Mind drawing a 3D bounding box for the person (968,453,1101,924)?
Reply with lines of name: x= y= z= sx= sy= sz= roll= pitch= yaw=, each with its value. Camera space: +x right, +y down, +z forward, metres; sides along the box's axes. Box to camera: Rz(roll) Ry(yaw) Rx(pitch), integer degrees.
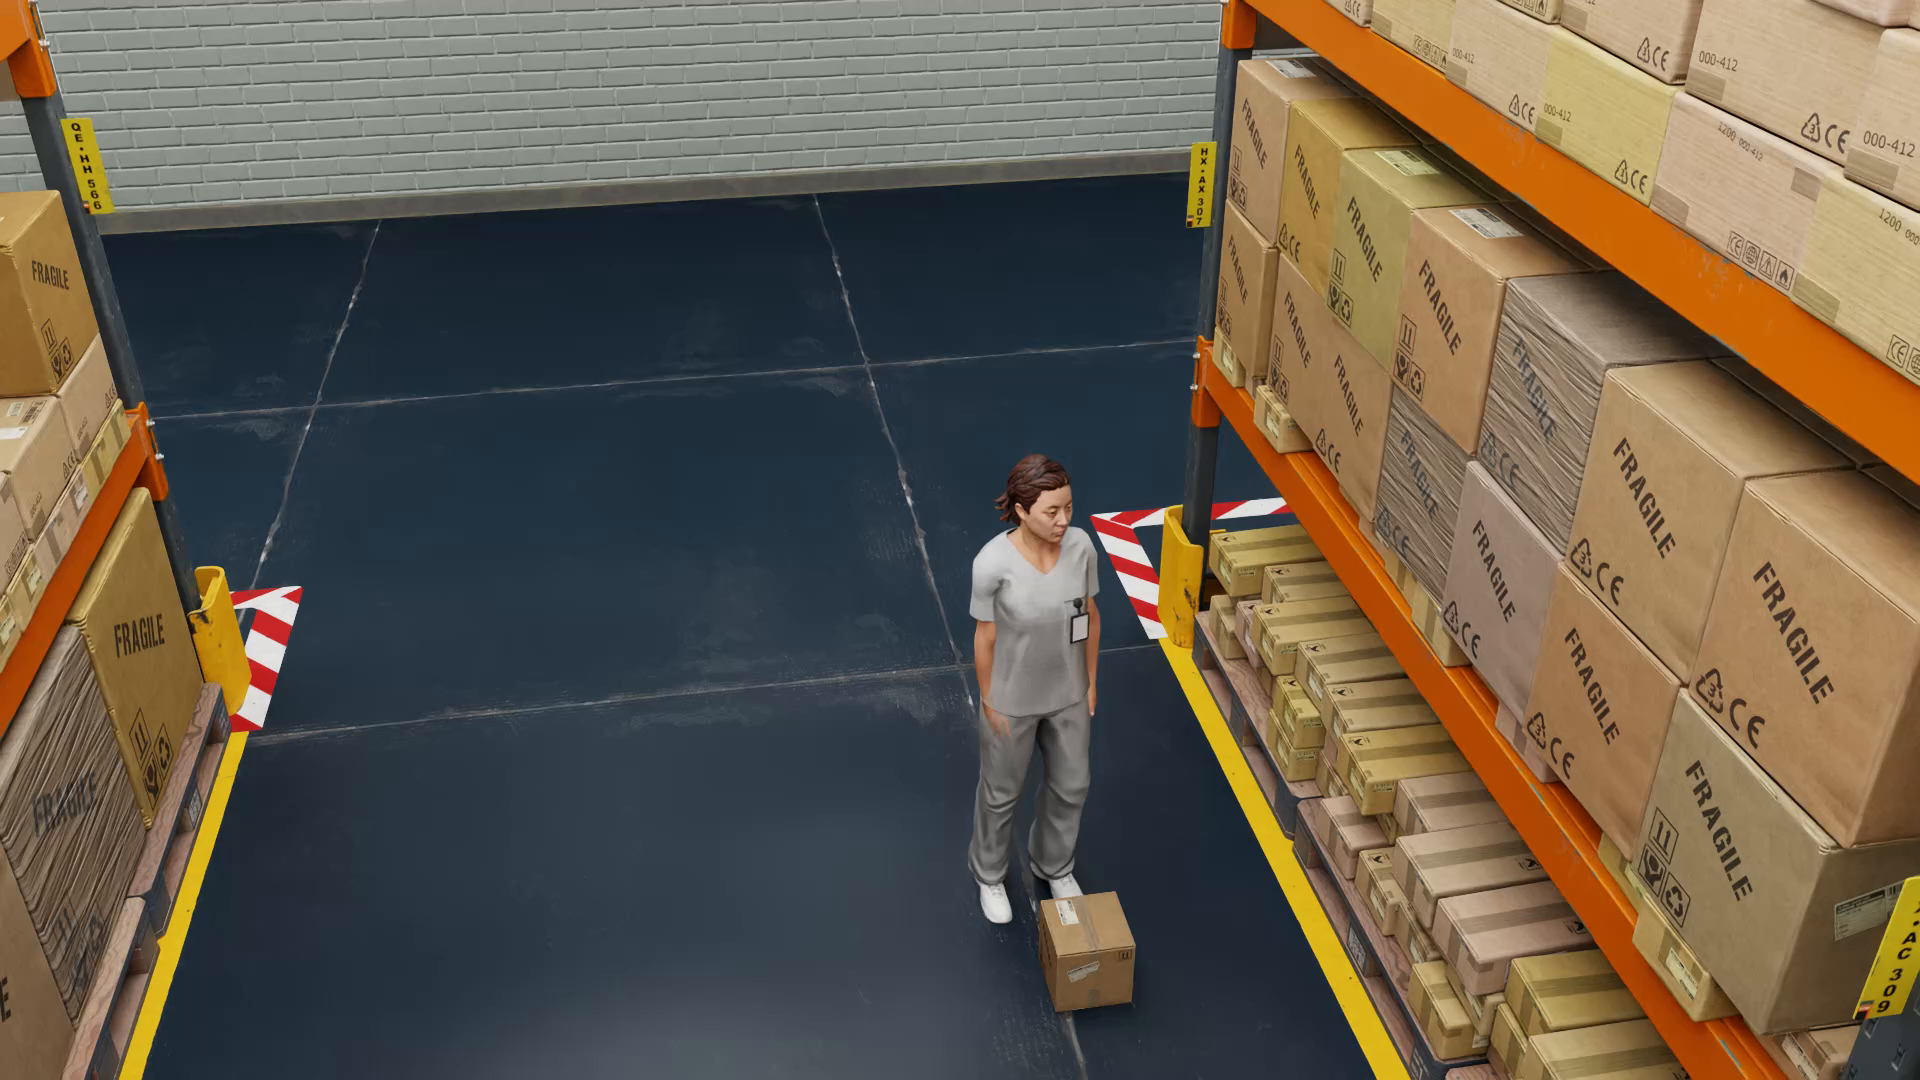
person: x=0.243 y=0.490 z=5.327 sx=0.438 sy=1.676 sz=0.373 roll=-11 pitch=33 yaw=-18
